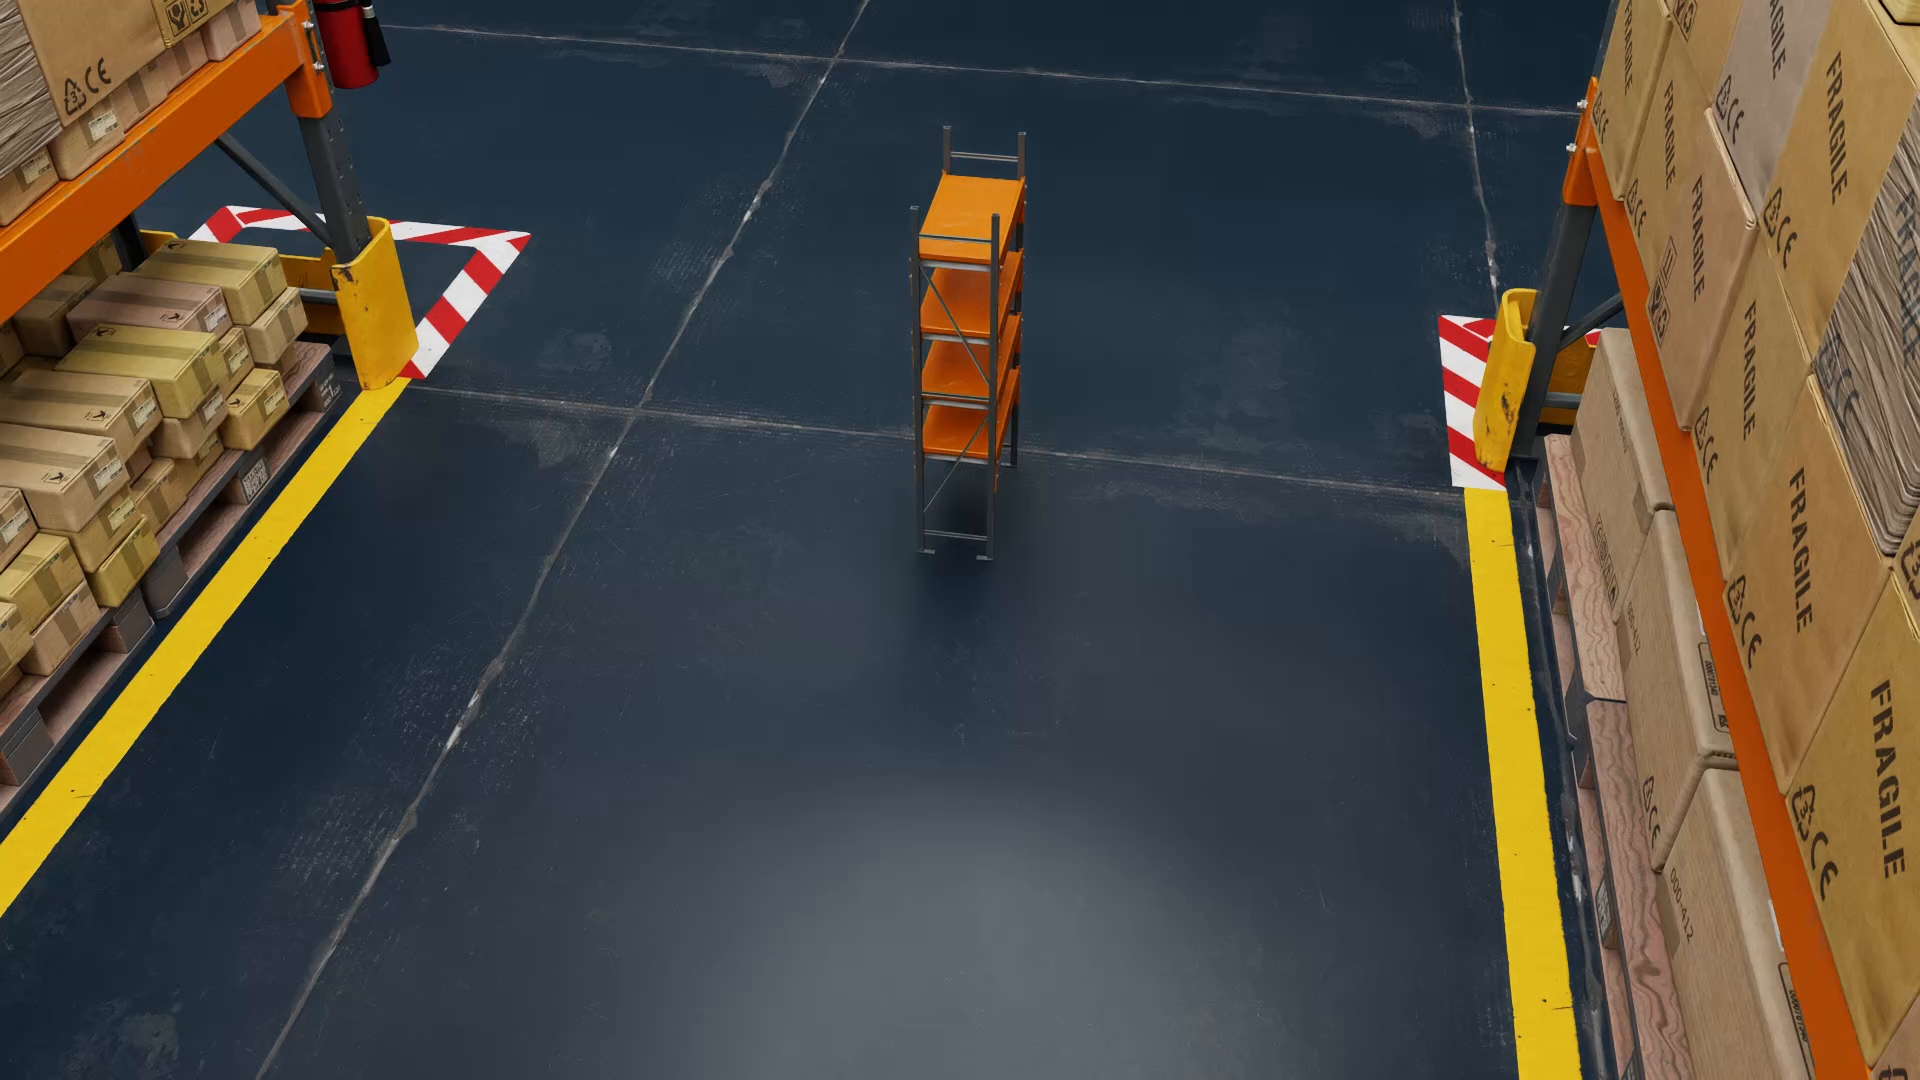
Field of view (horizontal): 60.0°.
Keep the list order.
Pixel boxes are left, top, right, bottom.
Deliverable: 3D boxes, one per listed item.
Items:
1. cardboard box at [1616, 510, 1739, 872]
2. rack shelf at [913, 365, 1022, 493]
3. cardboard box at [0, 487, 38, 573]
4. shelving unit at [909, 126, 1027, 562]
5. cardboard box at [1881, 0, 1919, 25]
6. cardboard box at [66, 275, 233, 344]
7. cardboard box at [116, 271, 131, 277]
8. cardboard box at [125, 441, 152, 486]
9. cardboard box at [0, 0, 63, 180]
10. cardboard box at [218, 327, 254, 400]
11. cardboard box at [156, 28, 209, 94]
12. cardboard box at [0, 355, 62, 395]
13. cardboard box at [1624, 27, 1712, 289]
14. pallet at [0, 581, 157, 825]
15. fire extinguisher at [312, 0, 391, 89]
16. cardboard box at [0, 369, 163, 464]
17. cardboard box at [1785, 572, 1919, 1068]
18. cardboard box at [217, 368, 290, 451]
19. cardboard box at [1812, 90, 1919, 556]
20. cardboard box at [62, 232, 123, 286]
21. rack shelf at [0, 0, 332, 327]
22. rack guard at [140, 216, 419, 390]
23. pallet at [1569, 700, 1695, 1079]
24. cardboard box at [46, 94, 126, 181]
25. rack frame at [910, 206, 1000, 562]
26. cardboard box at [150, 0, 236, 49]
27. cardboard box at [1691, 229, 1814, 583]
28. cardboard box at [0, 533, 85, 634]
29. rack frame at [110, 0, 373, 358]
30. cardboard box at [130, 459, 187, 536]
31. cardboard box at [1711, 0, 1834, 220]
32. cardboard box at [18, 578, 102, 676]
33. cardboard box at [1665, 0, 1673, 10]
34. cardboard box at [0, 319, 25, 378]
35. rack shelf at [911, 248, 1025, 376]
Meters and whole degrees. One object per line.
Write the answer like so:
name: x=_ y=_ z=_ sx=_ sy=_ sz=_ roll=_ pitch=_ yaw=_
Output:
cardboard box: x=2.158 y=0.409 z=4.083 sx=0.875 sy=0.438 sz=0.875 roll=7 pitch=40 yaw=9
rack shelf: x=0.029 y=-0.361 z=5.163 sx=0.258 sy=0.148 sz=0.480 roll=6 pitch=40 yaw=8
cardboard box: x=-2.684 y=-0.020 z=4.362 sx=0.380 sy=0.149 sz=0.250 roll=5 pitch=40 yaw=6
shelving unit: x=0.029 y=-0.566 z=4.993 sx=0.258 sy=1.200 sz=0.503 roll=6 pitch=40 yaw=8
cardboard box: x=1.680 y=-0.930 z=2.649 sx=0.380 sy=0.149 sz=0.250 roll=5 pitch=40 yaw=7
cardboard box: x=-2.511 y=-0.680 z=5.160 sx=0.380 sy=0.149 sz=0.250 roll=7 pitch=40 yaw=9
cardboard box: x=-2.912 y=-0.777 z=5.510 sx=0.380 sy=0.149 sz=0.250 roll=8 pitch=40 yaw=10
cardboard box: x=-2.615 y=-0.231 z=4.850 sx=0.380 sy=0.149 sz=0.250 roll=6 pitch=40 yaw=7
cardboard box: x=-2.565 y=-1.100 z=3.915 sx=0.500 sy=0.500 sz=0.500 roll=7 pitch=40 yaw=8
cardboard box: x=-2.477 y=-0.557 z=5.243 sx=0.380 sy=0.149 sz=0.250 roll=6 pitch=40 yaw=7
cardboard box: x=-2.427 y=-1.415 z=4.805 sx=0.380 sy=0.149 sz=0.250 roll=6 pitch=40 yaw=8
cardboard box: x=-2.970 y=-0.448 z=5.112 sx=0.380 sy=0.149 sz=0.250 roll=7 pitch=40 yaw=8
cardboard box: x=1.898 y=-0.866 z=3.864 sx=0.500 sy=0.500 sz=0.500 roll=6 pitch=40 yaw=7
pallet: x=-2.971 y=0.492 z=4.489 sx=1.003 sy=0.211 sz=1.213 roll=6 pitch=40 yaw=8
fire extinguisher: x=-2.071 y=-1.833 z=5.467 sx=0.296 sy=0.674 sz=0.183 roll=6 pitch=40 yaw=8
cardboard box: x=-2.538 y=-0.348 z=4.758 sx=0.380 sy=0.149 sz=0.250 roll=5 pitch=40 yaw=6
cardboard box: x=1.544 y=0.412 z=2.319 sx=0.500 sy=0.500 sz=0.500 roll=5 pitch=40 yaw=7
cardboard box: x=-2.399 y=-0.437 z=5.332 sx=0.380 sy=0.149 sz=0.250 roll=8 pitch=40 yaw=9
cardboard box: x=1.616 y=-0.295 z=2.390 sx=0.500 sy=0.500 sz=0.500 roll=7 pitch=40 yaw=8
cardboard box: x=-2.994 y=-0.901 z=5.426 sx=0.380 sy=0.149 sz=0.250 roll=5 pitch=40 yaw=6
rack shelf: x=-2.915 y=-0.367 z=3.905 sx=1.077 sy=0.370 sz=4.000 roll=6 pitch=40 yaw=8
rack guard: x=-2.582 y=-0.889 z=5.932 sx=1.175 sy=0.500 sz=0.348 roll=6 pitch=40 yaw=8
pallet: x=2.049 y=0.931 z=3.958 sx=1.003 sy=0.211 sz=1.213 roll=6 pitch=40 yaw=8
cardboard box: x=-2.476 y=-1.093 z=4.415 sx=0.380 sy=0.149 sz=0.250 roll=7 pitch=40 yaw=9
rack frame: x=-0.014 y=-0.413 z=4.808 sx=0.240 sy=1.200 sz=0.015 roll=6 pitch=40 yaw=8
cardboard box: x=-2.393 y=-1.742 z=4.691 sx=0.500 sy=0.500 sz=0.500 roll=7 pitch=40 yaw=9
cardboard box: x=1.722 y=-0.232 z=3.098 sx=0.500 sy=0.500 sz=0.500 roll=8 pitch=40 yaw=9
cardboard box: x=-2.607 y=0.097 z=4.453 sx=0.380 sy=0.149 sz=0.250 roll=8 pitch=40 yaw=10
rack frame: x=-2.569 y=-1.900 z=5.194 sx=1.000 sy=3.000 sz=0.127 roll=6 pitch=40 yaw=8
cardboard box: x=-2.560 y=-0.124 z=4.954 sx=0.380 sy=0.149 sz=0.250 roll=7 pitch=40 yaw=8
cardboard box: x=1.797 y=-0.922 z=3.148 sx=0.500 sy=0.500 sz=0.500 roll=6 pitch=40 yaw=7
cardboard box: x=-2.609 y=0.212 z=4.547 sx=0.380 sy=0.149 sz=0.250 roll=7 pitch=40 yaw=9
cardboard box: x=1.961 y=-1.571 z=3.933 sx=0.500 sy=0.500 sz=0.500 roll=6 pitch=40 yaw=7
cardboard box: x=-3.093 y=-0.570 z=5.027 sx=0.380 sy=0.149 sz=0.250 roll=6 pitch=40 yaw=8
rack shelf: x=0.029 y=-0.687 z=4.894 sx=0.258 sy=0.148 sz=0.480 roll=6 pitch=40 yaw=8
